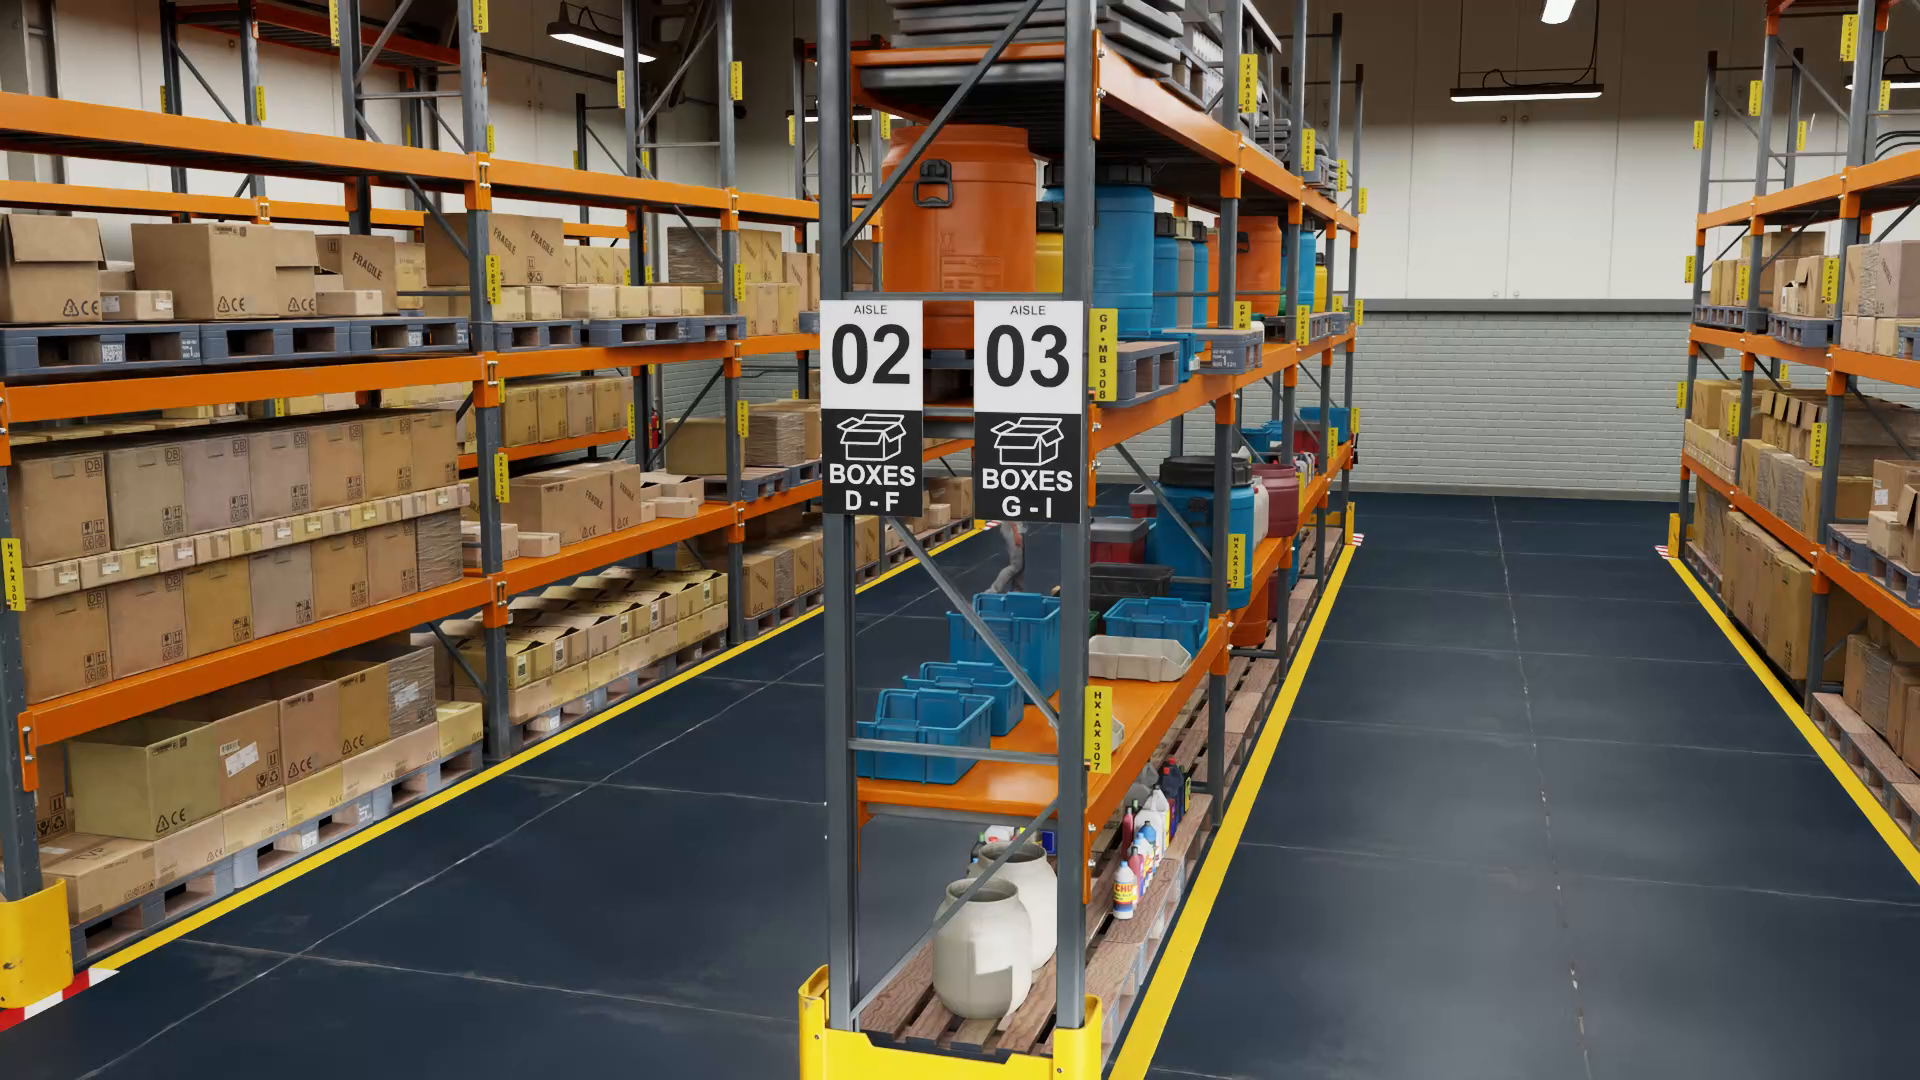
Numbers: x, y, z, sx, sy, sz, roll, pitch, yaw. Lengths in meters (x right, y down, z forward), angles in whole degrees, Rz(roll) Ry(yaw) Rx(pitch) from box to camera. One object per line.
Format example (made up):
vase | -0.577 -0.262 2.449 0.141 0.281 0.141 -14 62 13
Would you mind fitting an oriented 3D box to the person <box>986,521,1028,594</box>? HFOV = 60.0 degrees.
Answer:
person | 0.538 -0.079 16.790 0.567 1.587 0.433 1 9 6
